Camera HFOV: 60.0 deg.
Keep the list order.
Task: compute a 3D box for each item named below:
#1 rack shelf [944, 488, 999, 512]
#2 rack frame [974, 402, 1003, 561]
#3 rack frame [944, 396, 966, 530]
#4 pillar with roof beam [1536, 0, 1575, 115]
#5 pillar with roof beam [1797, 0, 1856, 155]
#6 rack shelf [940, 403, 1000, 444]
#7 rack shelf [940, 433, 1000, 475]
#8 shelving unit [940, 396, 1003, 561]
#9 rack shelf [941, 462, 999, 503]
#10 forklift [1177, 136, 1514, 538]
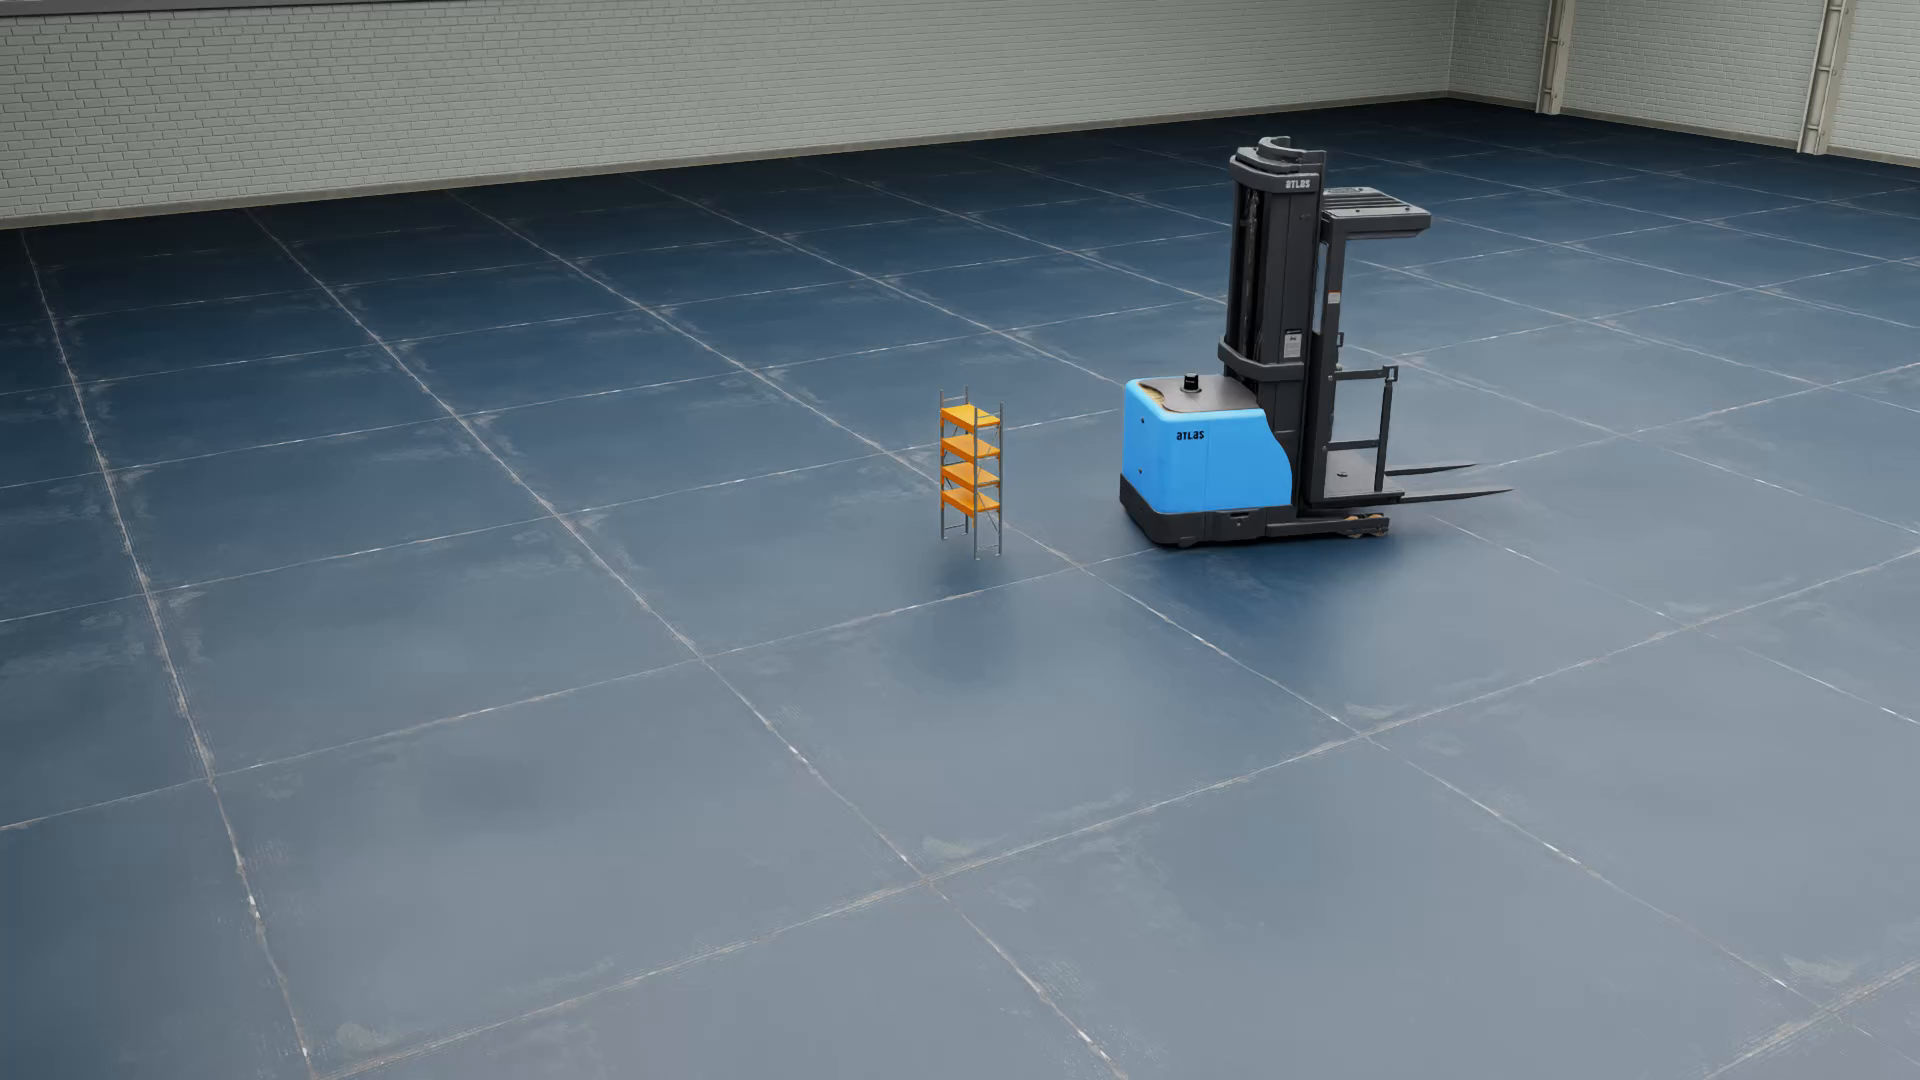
[{"bbox_3d":[0.085,-0.305,12.534,0.221,0.021,0.457,-13,25,-28],"label":"rack shelf"},{"bbox_3d":[0.209,-0.423,12.259,0.240,1.200,0.015,-13,25,-28],"label":"rack frame"},{"bbox_3d":[-0.041,-0.581,12.648,0.228,1.046,0.006,-13,25,-28],"label":"rack frame"},{"bbox_3d":[8.591,-12.264,31.034,9.100,9.000,0.400,-13,25,-28],"label":"pillar with roof beam"},{"bbox_3d":[11.656,-10.322,26.255,9.100,9.000,0.400,-13,25,-28],"label":"pillar with roof beam"},{"bbox_3d":[0.085,-0.866,12.306,0.258,0.148,0.480,-13,25,-28],"label":"rack shelf"},{"bbox_3d":[0.085,-0.647,12.395,0.258,0.148,0.480,-13,25,-28],"label":"rack shelf"},{"bbox_3d":[0.086,-0.502,12.452,0.258,1.200,0.499,-13,25,-28],"label":"shelving unit"},{"bbox_3d":[0.085,-0.440,12.479,0.258,0.148,0.480,-13,25,-28],"label":"rack shelf"},{"bbox_3d":[2.855,-1.561,12.760,3.031,2.935,1.121,-4,23,-11],"label":"forklift"}]
